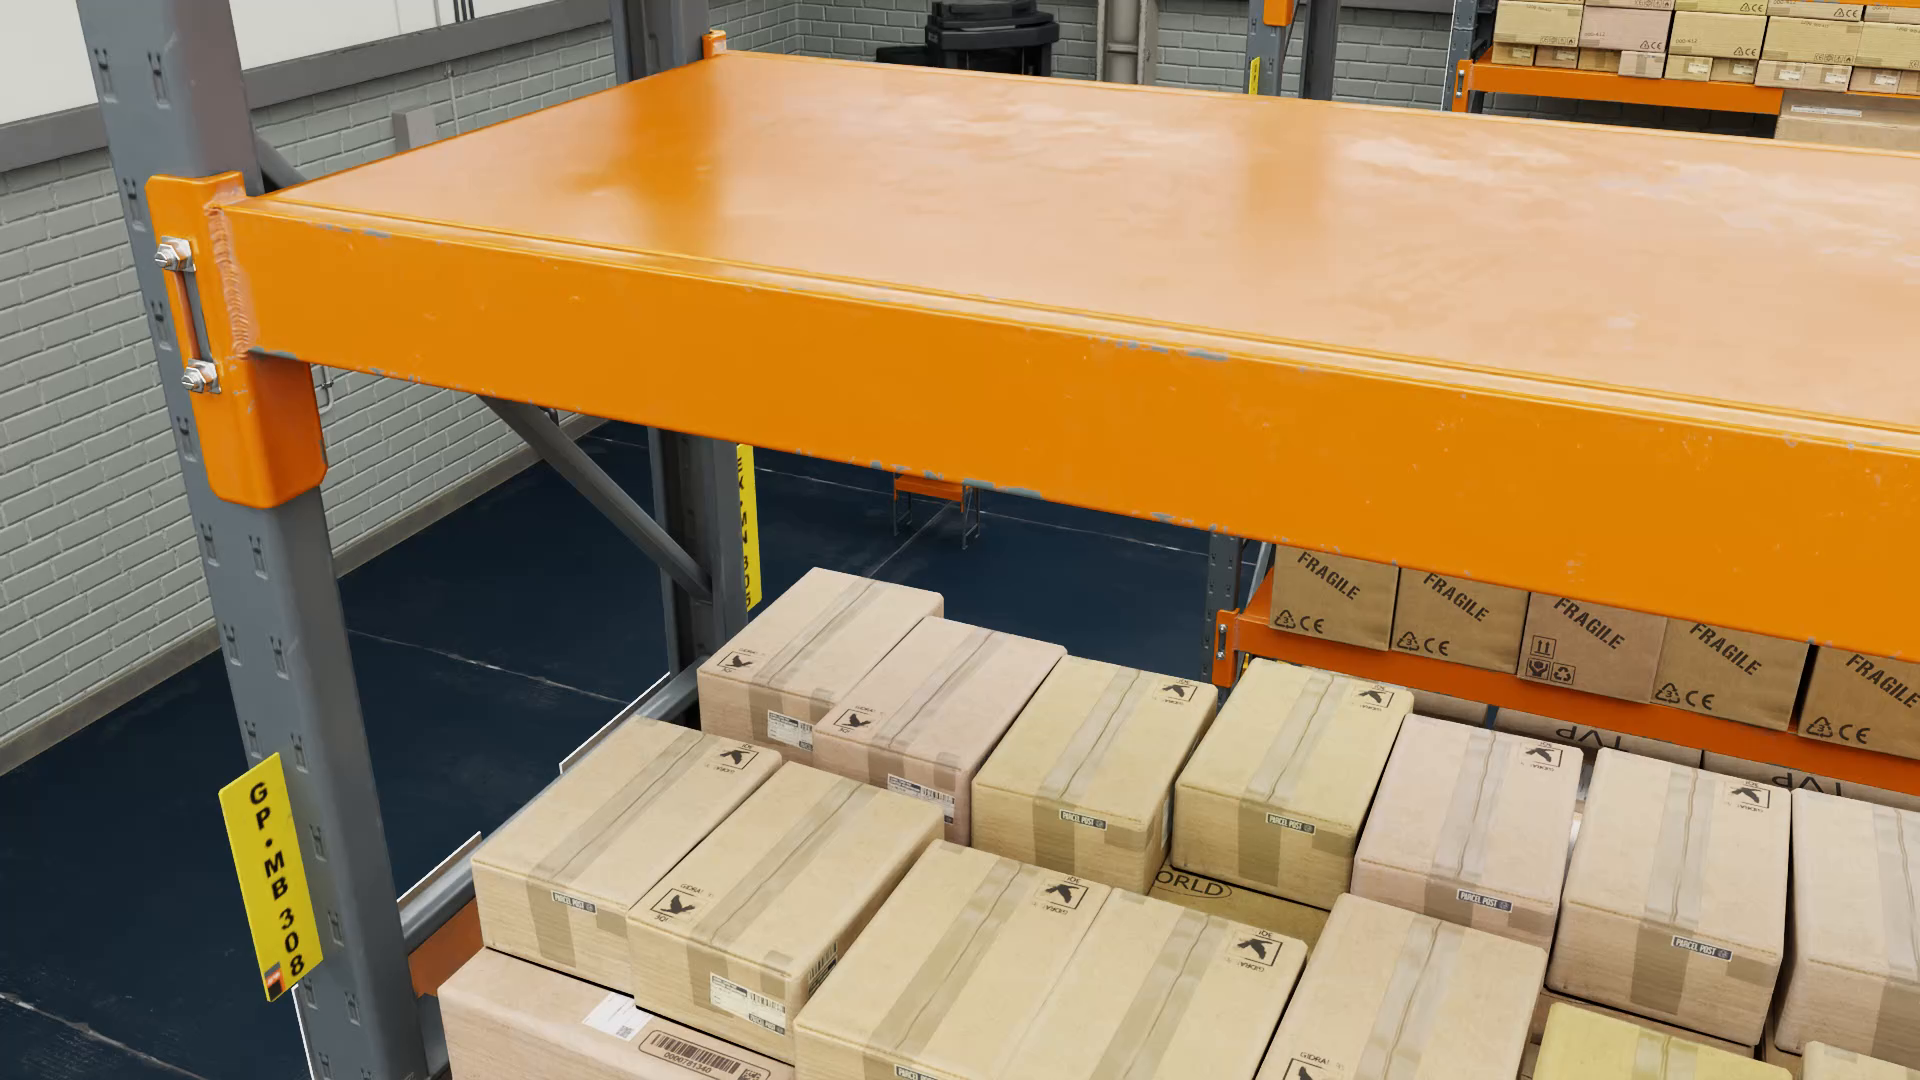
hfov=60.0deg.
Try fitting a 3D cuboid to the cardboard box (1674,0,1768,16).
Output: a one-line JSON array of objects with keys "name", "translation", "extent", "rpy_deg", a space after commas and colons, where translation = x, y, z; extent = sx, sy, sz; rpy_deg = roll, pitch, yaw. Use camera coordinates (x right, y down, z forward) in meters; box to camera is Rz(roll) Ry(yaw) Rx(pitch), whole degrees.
[{"name": "cardboard box", "translation": [4.586, -3.326, 9.980], "extent": [0.500, 0.250, 0.500], "rpy_deg": [11, 28, 21]}]

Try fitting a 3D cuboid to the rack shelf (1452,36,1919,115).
[{"name": "rack shelf", "translation": [5.189, -2.716, 10.288], "extent": [4.000, 0.370, 1.077], "rpy_deg": [11, 28, 22]}]

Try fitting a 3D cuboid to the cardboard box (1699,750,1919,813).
[{"name": "cardboard box", "translation": [3.616, 1.309, 7.120], "extent": [0.875, 0.438, 0.875], "rpy_deg": [10, 28, 20]}]

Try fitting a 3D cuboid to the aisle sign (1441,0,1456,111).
[{"name": "aisle sign", "translation": [3.184, -3.119, 10.746], "extent": [0.004, 0.787, 0.394], "rpy_deg": [11, 28, 22]}]

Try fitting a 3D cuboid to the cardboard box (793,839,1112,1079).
[{"name": "cardboard box", "translation": [0.002, 0.549, 1.996], "extent": [0.250, 0.149, 0.380], "rpy_deg": [11, 28, 22]}]

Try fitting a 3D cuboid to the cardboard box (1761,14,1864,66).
[{"name": "cardboard box", "translation": [5.071, -3.011, 9.906], "extent": [0.500, 0.250, 0.500], "rpy_deg": [11, 28, 21]}]

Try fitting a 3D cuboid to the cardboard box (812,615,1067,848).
[{"name": "cardboard box", "translation": [-0.023, 0.284, 2.534], "extent": [0.250, 0.149, 0.380], "rpy_deg": [12, 29, 23]}]

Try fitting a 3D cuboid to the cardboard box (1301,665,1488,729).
[{"name": "cardboard box", "translation": [1.959, 0.980, 7.789], "extent": [0.875, 0.438, 0.875], "rpy_deg": [10, 28, 20]}]

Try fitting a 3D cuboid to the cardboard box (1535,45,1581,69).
[{"name": "cardboard box", "translation": [3.811, -3.102, 10.543], "extent": [0.250, 0.149, 0.380], "rpy_deg": [12, 29, 23]}]

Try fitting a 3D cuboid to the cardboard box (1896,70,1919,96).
[{"name": "cardboard box", "translation": [5.644, -2.713, 9.753], "extent": [0.250, 0.149, 0.380], "rpy_deg": [12, 29, 24]}]

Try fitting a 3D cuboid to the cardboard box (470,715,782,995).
[{"name": "cardboard box", "translation": [-0.440, 0.416, 2.265], "extent": [0.250, 0.149, 0.380], "rpy_deg": [11, 28, 21]}]

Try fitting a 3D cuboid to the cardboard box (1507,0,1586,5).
[{"name": "cardboard box", "translation": [3.668, -3.512, 10.359], "extent": [0.500, 0.250, 0.500], "rpy_deg": [11, 28, 21]}]

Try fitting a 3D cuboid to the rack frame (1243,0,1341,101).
[{"name": "rack frame", "translation": [1.317, -2.753, 6.155], "extent": [0.127, 3.000, 1.000], "rpy_deg": [11, 28, 22]}]

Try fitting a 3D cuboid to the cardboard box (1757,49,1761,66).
[{"name": "cardboard box", "translation": [4.974, -3.119, 10.578], "extent": [0.250, 0.149, 0.380], "rpy_deg": [11, 28, 21]}]

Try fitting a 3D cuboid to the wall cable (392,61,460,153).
[{"name": "wall cable", "translation": [-3.249, -2.112, 10.493], "extent": [0.122, 1.984, 0.588], "rpy_deg": [11, 28, 22]}]

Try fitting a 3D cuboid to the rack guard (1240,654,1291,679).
[{"name": "rack guard", "translation": [1.295, 1.055, 8.041], "extent": [0.348, 0.500, 1.175], "rpy_deg": [11, 28, 22]}]

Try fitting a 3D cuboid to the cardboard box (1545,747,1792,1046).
[{"name": "cardboard box", "translation": [0.937, 0.455, 2.187], "extent": [0.250, 0.149, 0.380], "rpy_deg": [12, 29, 23]}]

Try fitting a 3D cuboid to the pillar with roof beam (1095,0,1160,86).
[{"name": "pillar with roof beam", "translation": [-0.495, -3.874, 8.431], "extent": [0.400, 9.000, 9.100], "rpy_deg": [11, 28, 22]}]

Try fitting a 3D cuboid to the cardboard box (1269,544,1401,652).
[{"name": "cardboard box", "translation": [1.635, 0.097, 7.045], "extent": [0.500, 0.500, 0.500], "rpy_deg": [11, 28, 21]}]

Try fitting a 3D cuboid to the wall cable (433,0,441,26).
[{"name": "wall cable", "translation": [-3.664, -3.982, 8.650], "extent": [0.029, 3.000, 2.355], "rpy_deg": [11, 28, 22]}]

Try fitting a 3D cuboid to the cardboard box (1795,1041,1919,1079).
[{"name": "cardboard box", "translation": [0.962, 0.712, 1.664], "extent": [0.250, 0.149, 0.380], "rpy_deg": [12, 29, 24]}]

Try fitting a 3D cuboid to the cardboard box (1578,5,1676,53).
[{"name": "cardboard box", "translation": [4.130, -3.195, 10.280], "extent": [0.500, 0.250, 0.500], "rpy_deg": [12, 29, 23]}]

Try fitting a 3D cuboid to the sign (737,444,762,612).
[{"name": "sign", "translation": [-0.392, -0.015, 2.987], "extent": [0.005, 0.325, 0.100], "rpy_deg": [11, 28, 22]}]

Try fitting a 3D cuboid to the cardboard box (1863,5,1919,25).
[{"name": "cardboard box", "translation": [5.527, -3.144, 9.611], "extent": [0.500, 0.250, 0.500], "rpy_deg": [12, 29, 23]}]

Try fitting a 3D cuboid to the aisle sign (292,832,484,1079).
[{"name": "aisle sign", "translation": [-0.831, 0.888, 2.607], "extent": [0.004, 0.787, 0.394], "rpy_deg": [11, 28, 22]}]

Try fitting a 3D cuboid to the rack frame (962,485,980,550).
[{"name": "rack frame", "translation": [0.071, -0.524, 10.456], "extent": [0.015, 1.200, 0.240], "rpy_deg": [11, 28, 22]}]

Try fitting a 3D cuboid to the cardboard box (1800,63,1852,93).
[{"name": "cardboard box", "translation": [5.146, -2.777, 9.882], "extent": [0.250, 0.149, 0.380], "rpy_deg": [12, 29, 23]}]

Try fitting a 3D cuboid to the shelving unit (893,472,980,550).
[{"name": "shelving unit", "translation": [-0.151, -0.569, 10.546], "extent": [0.503, 1.200, 0.258], "rpy_deg": [11, 28, 22]}]

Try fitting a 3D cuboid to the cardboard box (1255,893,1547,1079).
[{"name": "cardboard box", "translation": [0.501, 0.598, 1.895], "extent": [0.250, 0.149, 0.380], "rpy_deg": [12, 29, 23]}]

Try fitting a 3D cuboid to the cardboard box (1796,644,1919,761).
[{"name": "cardboard box", "translation": [3.496, 0.465, 6.297], "extent": [0.500, 0.500, 0.500], "rpy_deg": [11, 28, 21]}]

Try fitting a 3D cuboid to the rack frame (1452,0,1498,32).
[{"name": "rack frame", "translation": [3.368, -4.750, 10.210], "extent": [0.127, 3.000, 1.000], "rpy_deg": [11, 28, 22]}]

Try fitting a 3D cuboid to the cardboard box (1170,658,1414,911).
[{"name": "cardboard box", "translation": [0.487, 0.344, 2.412], "extent": [0.250, 0.149, 0.380], "rpy_deg": [12, 29, 23]}]

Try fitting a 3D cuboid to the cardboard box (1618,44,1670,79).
[{"name": "cardboard box", "translation": [4.222, -2.962, 10.258], "extent": [0.250, 0.149, 0.380], "rpy_deg": [12, 29, 23]}]

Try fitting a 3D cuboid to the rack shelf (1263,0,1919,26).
[{"name": "rack shelf", "translation": [3.137, -1.885, 5.659], "extent": [4.000, 0.370, 1.077], "rpy_deg": [11, 28, 22]}]

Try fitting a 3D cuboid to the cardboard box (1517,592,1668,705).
[{"name": "cardboard box", "translation": [2.562, 0.278, 6.676], "extent": [0.500, 0.500, 0.500], "rpy_deg": [11, 28, 22]}]

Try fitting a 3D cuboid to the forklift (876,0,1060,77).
[{"name": "forklift", "translation": [0.018, -2.761, 13.040], "extent": [1.130, 2.935, 3.031], "rpy_deg": [-10, 28, -20]}]

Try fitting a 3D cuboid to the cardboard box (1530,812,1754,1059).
[{"name": "cardboard box", "translation": [0.816, 0.614, 2.315], "extent": [0.500, 0.250, 0.500], "rpy_deg": [12, 29, 23]}]

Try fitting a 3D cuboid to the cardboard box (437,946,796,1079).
[{"name": "cardboard box", "translation": [-0.339, 0.631, 2.281], "extent": [0.500, 0.250, 0.500], "rpy_deg": [12, 29, 23]}]

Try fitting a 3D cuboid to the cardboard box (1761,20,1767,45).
[{"name": "cardboard box", "translation": [5.282, -3.223, 10.337], "extent": [0.500, 0.250, 0.500], "rpy_deg": [12, 29, 23]}]

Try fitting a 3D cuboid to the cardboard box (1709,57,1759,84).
[{"name": "cardboard box", "translation": [4.714, -2.896, 10.125], "extent": [0.250, 0.149, 0.380], "rpy_deg": [11, 28, 21]}]
